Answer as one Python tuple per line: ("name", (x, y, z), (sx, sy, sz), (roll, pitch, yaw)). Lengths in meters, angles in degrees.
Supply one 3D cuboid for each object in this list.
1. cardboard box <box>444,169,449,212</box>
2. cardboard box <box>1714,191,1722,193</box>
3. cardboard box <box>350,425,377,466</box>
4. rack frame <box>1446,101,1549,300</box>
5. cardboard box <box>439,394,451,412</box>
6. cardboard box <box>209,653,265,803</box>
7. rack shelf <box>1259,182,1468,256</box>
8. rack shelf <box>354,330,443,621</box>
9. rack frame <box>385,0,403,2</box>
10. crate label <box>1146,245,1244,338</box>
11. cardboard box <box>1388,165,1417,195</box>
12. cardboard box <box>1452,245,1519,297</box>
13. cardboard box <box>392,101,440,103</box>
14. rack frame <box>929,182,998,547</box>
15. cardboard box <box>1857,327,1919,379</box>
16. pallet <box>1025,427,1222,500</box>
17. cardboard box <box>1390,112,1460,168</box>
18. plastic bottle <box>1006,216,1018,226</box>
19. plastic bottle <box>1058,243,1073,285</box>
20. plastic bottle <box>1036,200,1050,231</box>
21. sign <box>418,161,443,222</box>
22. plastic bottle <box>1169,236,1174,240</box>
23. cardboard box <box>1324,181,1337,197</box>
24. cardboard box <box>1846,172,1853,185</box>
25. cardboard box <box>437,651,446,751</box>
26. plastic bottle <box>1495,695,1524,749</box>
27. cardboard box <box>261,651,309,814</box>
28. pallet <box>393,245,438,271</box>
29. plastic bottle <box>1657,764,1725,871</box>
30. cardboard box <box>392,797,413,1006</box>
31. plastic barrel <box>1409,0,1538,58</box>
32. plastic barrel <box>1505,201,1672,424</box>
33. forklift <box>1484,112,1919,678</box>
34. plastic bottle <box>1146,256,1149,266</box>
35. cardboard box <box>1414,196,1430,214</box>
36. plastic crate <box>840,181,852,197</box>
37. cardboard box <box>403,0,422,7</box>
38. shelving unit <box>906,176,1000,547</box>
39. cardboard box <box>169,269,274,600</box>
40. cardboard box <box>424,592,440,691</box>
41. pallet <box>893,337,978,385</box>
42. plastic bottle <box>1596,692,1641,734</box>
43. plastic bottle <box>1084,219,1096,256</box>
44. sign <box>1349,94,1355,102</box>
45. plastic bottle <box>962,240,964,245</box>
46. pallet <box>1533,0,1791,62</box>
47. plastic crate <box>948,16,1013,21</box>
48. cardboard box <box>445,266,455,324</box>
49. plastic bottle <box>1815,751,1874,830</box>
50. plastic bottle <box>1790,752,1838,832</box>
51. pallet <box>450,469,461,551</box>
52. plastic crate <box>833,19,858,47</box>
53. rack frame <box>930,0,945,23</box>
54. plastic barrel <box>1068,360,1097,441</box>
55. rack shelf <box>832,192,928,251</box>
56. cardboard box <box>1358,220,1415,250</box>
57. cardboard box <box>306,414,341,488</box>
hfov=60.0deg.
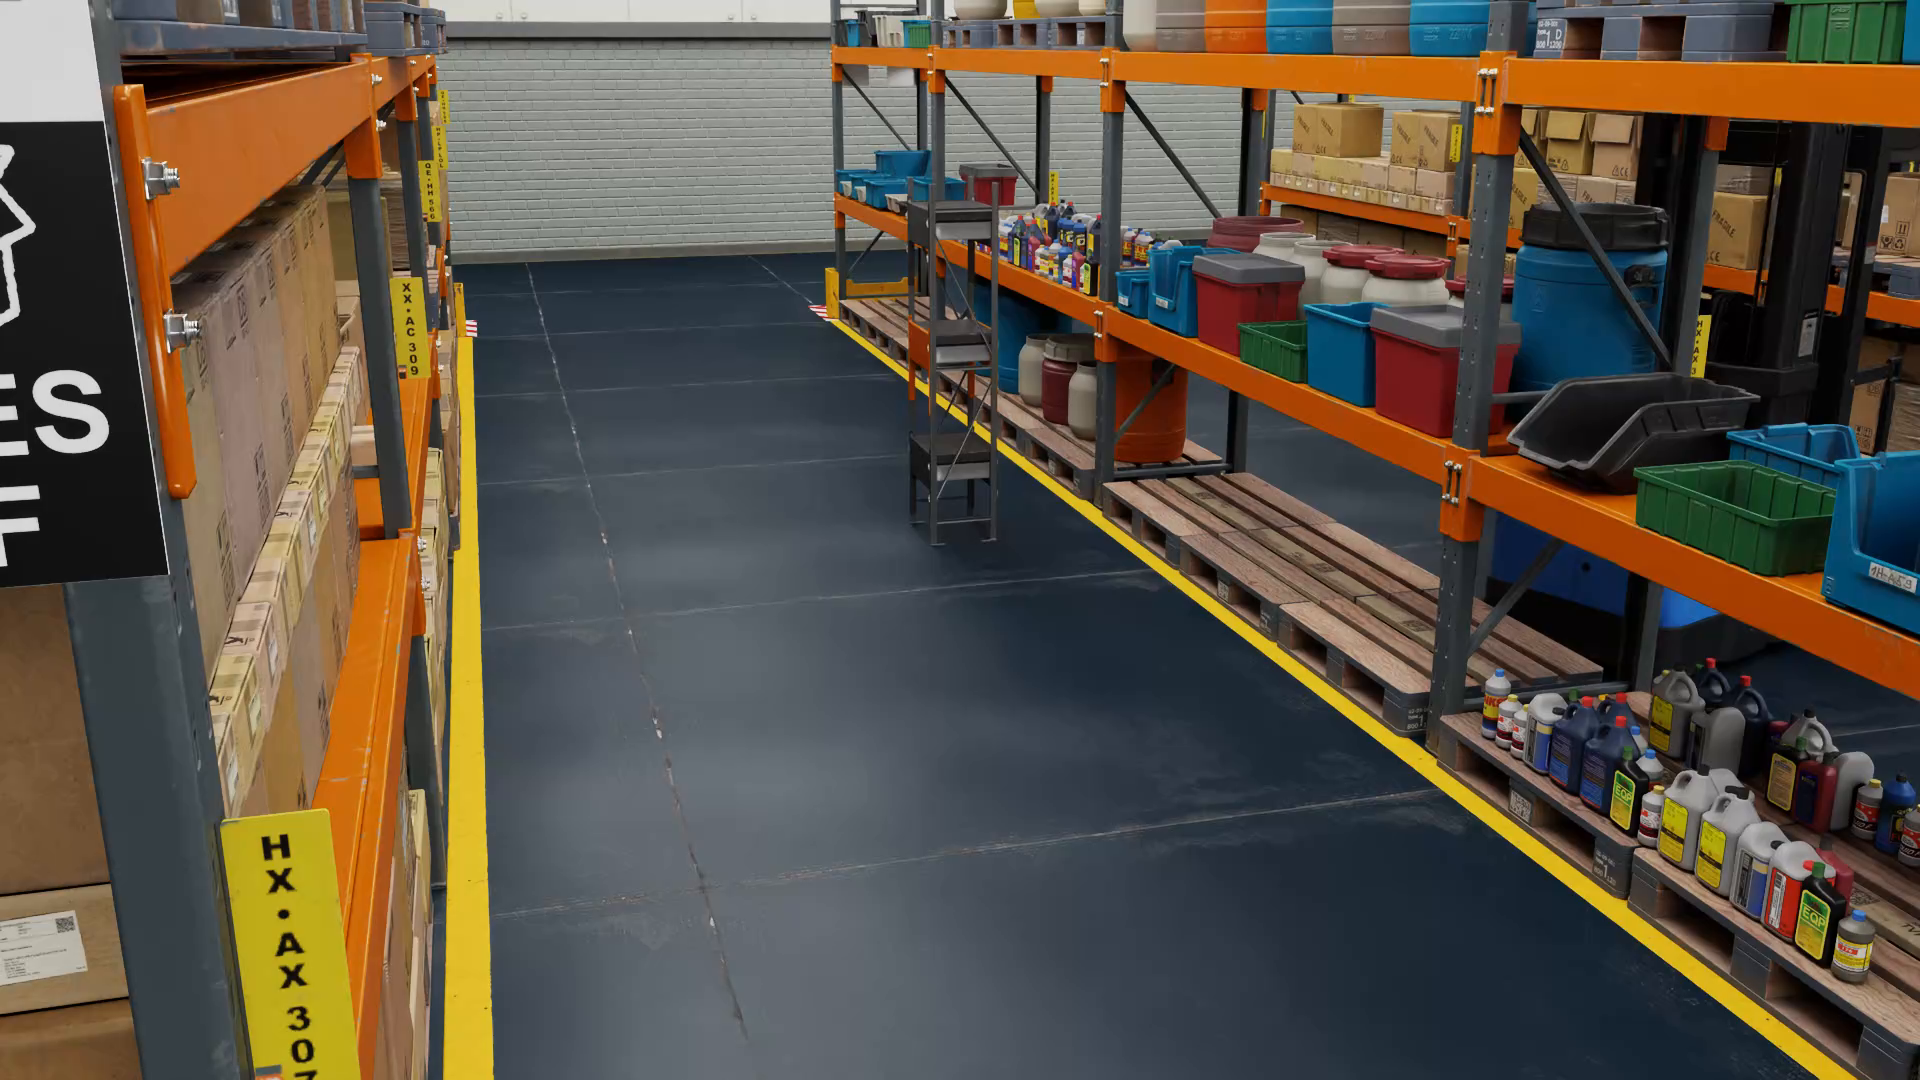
("cardboard box", (-5.074, -3.308, 15.576), (0.500, 0.500, 0.500), (-5, 17, -15))
("cardboard box", (5.614, -2.378, 12.480), (0.500, 0.500, 0.500), (-5, 17, -16))
("cardboard box", (-2.354, -0.327, 6.263), (0.380, 0.149, 0.250), (-5, 17, -15))
("rack frame", (5.020, -3.181, 15.328), (1.000, 3.000, 0.127), (-5, 17, -15))
("cardboard box", (-3.406, -0.599, 10.312), (0.500, 0.500, 0.500), (-5, 18, -17))
("cardboard box", (-1.251, 0.294, 2.457), (0.380, 0.149, 0.250), (-5, 17, -15))
("rack shelf", (4.470, -3.390, 17.273), (1.077, 0.370, 4.000), (-5, 17, -15))
("rack shelf", (-2.857, -0.395, 7.303), (1.077, 0.370, 4.000), (-5, 17, -15))
("rack frame", (-3.407, -4.166, 8.178), (1.000, 3.000, 0.127), (-5, 17, -15))
("crate label", (1.370, -1.404, 9.350), (0.502, 0.435, 0.616), (-5, 17, -15))
("cardboard box", (4.502, -3.496, 16.120), (0.500, 0.250, 0.500), (-4, 17, -14))
("cardboard box", (5.215, -2.189, 14.989), (1.225, 0.875, 0.875), (-5, 17, -15))
("cardboard box", (-5.218, -3.931, 15.912), (0.500, 0.500, 0.500), (-5, 17, -16))
("rack frame", (0.022, -0.984, 9.578), (0.400, 2.100, 0.015), (-5, 17, -15))
("cardboard box", (6.332, -1.264, 11.224), (0.500, 0.250, 0.500), (-4, 17, -13))
("pallet", (1.100, -0.562, 11.457), (1.003, 0.211, 1.213), (-5, 17, -15))
("cardboard box", (4.503, -3.856, 16.014), (0.500, 0.500, 0.500), (-5, 17, -15))
("plastic bottle", (0.419, -2.328, 12.703), (0.152, 0.276, 0.135), (-5, 17, -15))
("plastic bottle", (0.705, -1.851, 11.123), (0.097, 0.271, 0.097), (0, 17, 0))
("plastic bottle", (0.686, -2.526, 13.233), (0.144, 0.351, 0.185), (-5, 17, -15))
("sign", (-2.874, -1.892, 9.023), (0.100, 0.325, 0.005), (-5, 17, -15))
("plastic bottle", (1.429, -1.941, 11.403), (0.061, 0.283, 0.133), (-5, 17, -15))
("cardboard box", (4.057, -3.687, 17.451), (0.380, 0.149, 0.250), (-5, 17, -16))
("cardboard box", (9.412, -3.847, 16.854), (0.500, 0.500, 0.500), (-5, 17, -15))
("cardboard box", (-2.319, 0.657, 6.600), (0.500, 0.250, 0.500), (-4, 17, -14))
("plastic bottle", (2.150, 0.704, 6.495), (0.097, 0.201, 0.097), (0, 17, 0))
("cardboard box", (-1.604, 0.460, 3.034), (0.700, 0.500, 0.500), (-5, 17, -15))
("pallet", (-3.946, -1.738, 10.858), (1.003, 0.211, 1.213), (-5, 17, -15))
("plastic bottle", (2.448, 0.907, 5.558), (0.144, 0.351, 0.185), (-5, 17, -16))
("cardboard box", (-1.703, 0.959, 4.292), (0.500, 0.500, 0.500), (-5, 17, -15))
("plastic barrel", (2.108, -2.377, 6.565), (0.600, 0.901, 0.708), (-5, 17, -15))
("plastic barrel", (2.641, -0.948, 7.021), (0.600, 0.901, 0.708), (-5, 17, -15))
("forklift", (4.113, -1.069, 8.416), (3.031, 2.935, 1.130), (-12, 20, -35))
("plastic bottle", (1.307, -1.846, 11.229), (0.097, 0.201, 0.097), (0, 17, 0))
("cardboard box", (4.550, -3.191, 15.796), (0.380, 0.149, 0.250), (-4, 17, -14))
("plastic crate", (-1.082, -3.609, 17.106), (0.250, 0.136, 0.298), (-5, 17, -15))
("cardboard box", (-4.401, -4.157, 12.756), (0.500, 0.250, 0.500), (-5, 17, -15))
("shelving unit", (-0.045, -1.051, 9.802), (0.431, 2.100, 0.503), (-5, 17, -15))
("cardboard box", (-1.628, -0.178, 2.902), (0.700, 0.500, 0.500), (-5, 17, -15))
("cardboard box", (-2.314, 0.388, 6.520), (0.500, 0.311, 0.500), (-5, 17, -16))
("pallet", (0.018, -1.654, 15.093), (1.003, 0.211, 1.213), (-5, 17, -15))
("plastic bottle", (2.418, 0.726, 6.161), (0.144, 0.351, 0.185), (-5, 17, -15))
("plastic bottle", (1.017, -2.305, 12.626), (0.152, 0.276, 0.135), (-5, 17, -15))
("sign", (4.446, -4.995, 18.941), (0.100, 0.325, 0.005), (-5, 17, -15))
("plastic bottle", (0.061, -2.498, 13.279), (0.097, 0.271, 0.097), (0, 17, 0))
("pallet", (2.748, -1.731, 5.615), (1.213, 0.211, 1.003), (-5, 17, -15))
("plastic crate", (0.180, -4.529, 14.828), (0.497, 0.269, 0.590), (-5, 17, -15))
("cardboard box", (-5.219, -2.388, 16.268), (0.500, 0.500, 0.500), (-5, 17, -15))
("plastic bottle", (3.093, 0.860, 5.844), (0.152, 0.276, 0.135), (-4, 17, -14))
("plastic bottle", (2.991, 0.865, 5.815), (0.061, 0.283, 0.133), (-5, 17, -15))
("pallet", (-3.575, -0.167, 10.140), (1.003, 0.211, 1.213), (-5, 17, -15))
("plastic crate", (-1.004, -5.141, 16.867), (0.497, 0.269, 0.590), (-5, 17, -15))
("rack frame", (0.258, -5.663, 13.162), (1.000, 3.000, 0.127), (-5, 17, -15))
("plastic barrel", (0.965, -0.976, 11.581), (0.421, 0.512, 0.421), (0, 17, 0))
("rack shelf", (-0.292, -2.998, 15.970), (1.077, 0.370, 4.000), (-5, 17, -15))
("cardboard box", (4.668, -2.802, 17.031), (0.875, 0.875, 0.875), (-5, 17, -15))
("cardboard box", (-1.749, -0.205, 4.118), (0.380, 0.149, 0.250), (-5, 17, -16))
